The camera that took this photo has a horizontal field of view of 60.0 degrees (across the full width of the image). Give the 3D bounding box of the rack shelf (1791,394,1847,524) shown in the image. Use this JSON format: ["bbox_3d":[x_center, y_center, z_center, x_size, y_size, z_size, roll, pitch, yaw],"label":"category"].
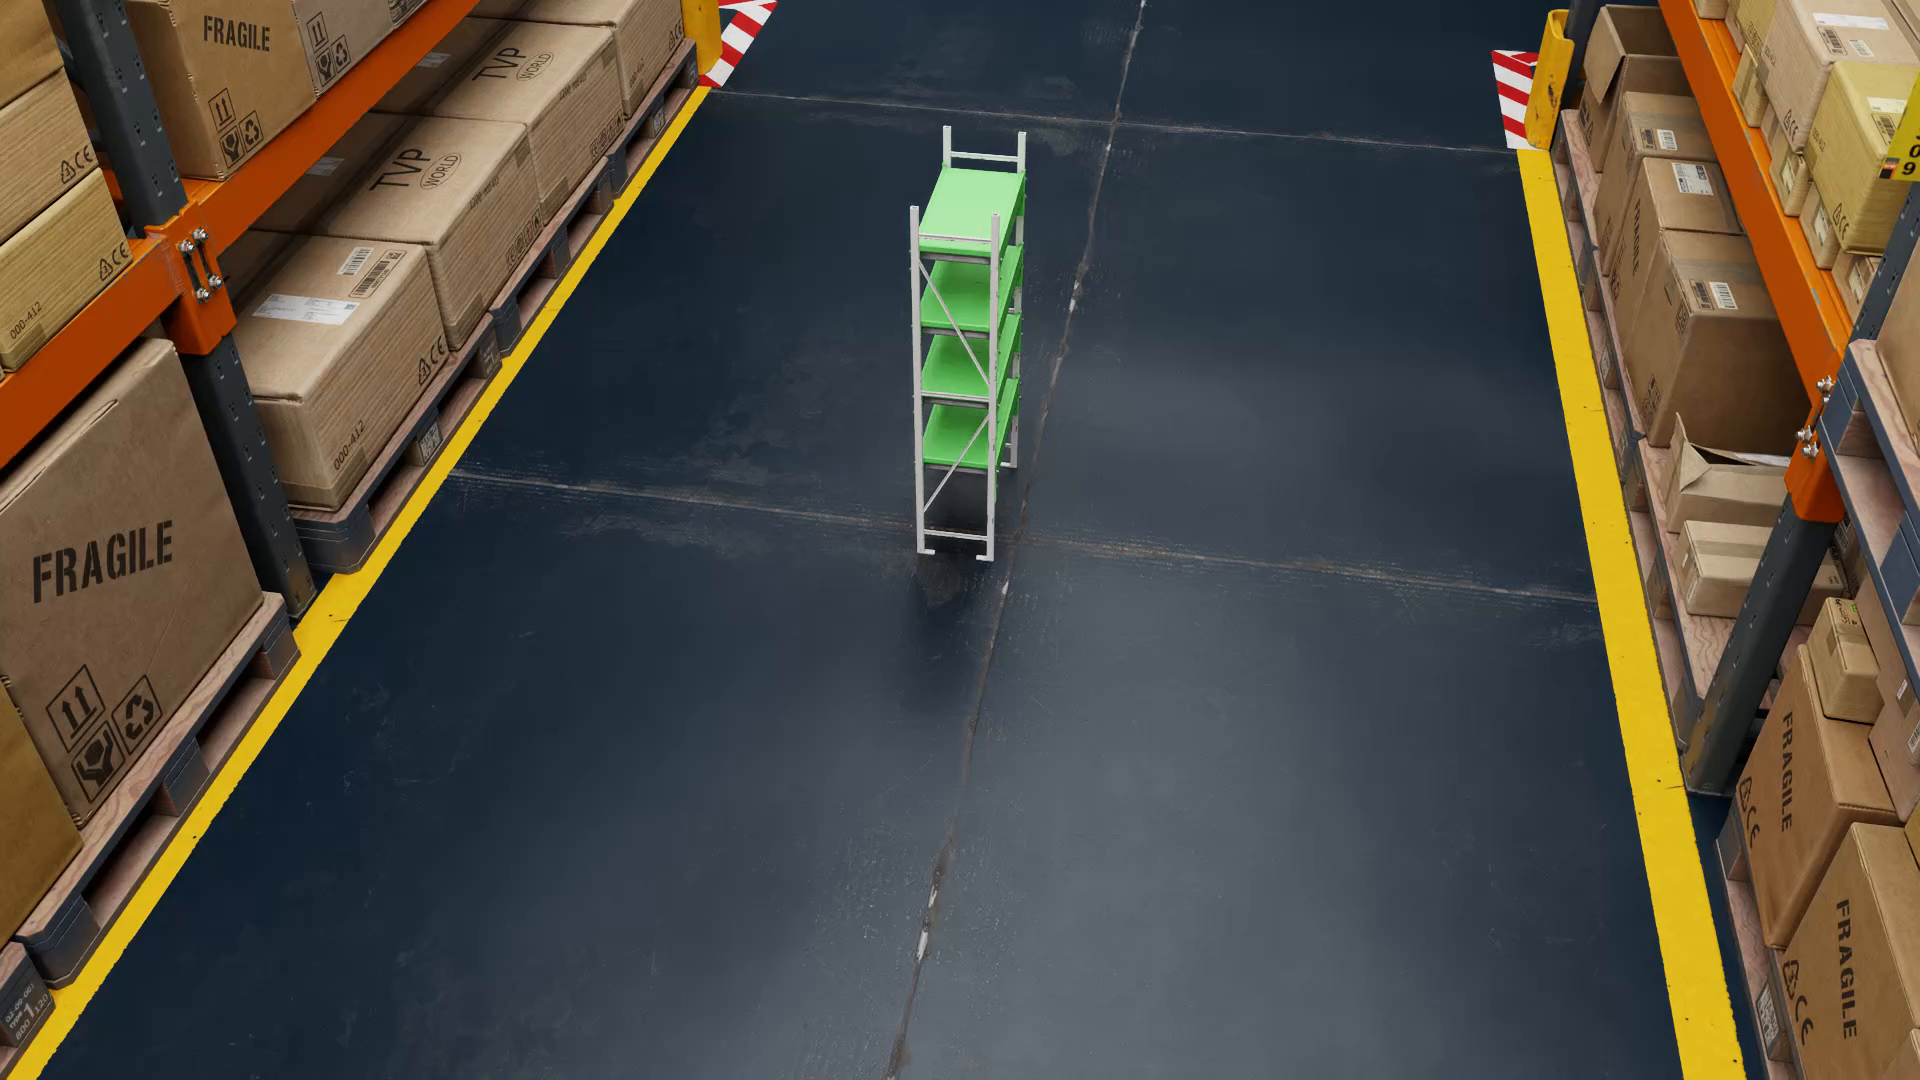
[{"bbox_3d":[2.092,1.070,2.166,1.077,0.370,4.000,6,40,8],"label":"rack shelf"}]

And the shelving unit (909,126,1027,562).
[{"bbox_3d":[0.029,-0.566,4.993,0.258,1.200,0.503,6,40,8],"label":"shelving unit"}]

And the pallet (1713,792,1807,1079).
[{"bbox_3d":[2.334,1.127,3.722,1.003,0.211,1.213,6,40,8],"label":"pallet"}]

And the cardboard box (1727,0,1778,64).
[{"bbox_3d":[2.457,-1.493,4.587,0.500,0.250,0.500,6,40,7],"label":"cardboard box"}]

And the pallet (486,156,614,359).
[{"bbox_3d":[-2.034,-1.169,6.499,1.003,0.211,1.213,6,40,8],"label":"pallet"}]

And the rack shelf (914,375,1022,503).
[{"bbox_3d":[0.029,-0.332,5.187,0.258,0.148,0.480,6,40,8],"label":"rack shelf"}]

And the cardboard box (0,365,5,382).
[{"bbox_3d":[-2.370,-0.321,3.402,0.500,0.250,0.500,6,40,7],"label":"cardboard box"}]

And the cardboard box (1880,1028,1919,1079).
[{"bbox_3d":[1.959,1.266,2.997,0.500,0.500,0.500,5,40,6],"label":"cardboard box"}]

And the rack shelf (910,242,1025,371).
[{"bbox_3d":[0.029,-0.702,4.881,0.258,0.148,0.480,6,40,8],"label":"rack shelf"}]

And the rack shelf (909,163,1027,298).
[{"bbox_3d":[0.029,-0.887,4.728,0.258,0.148,0.480,6,40,8],"label":"rack shelf"}]

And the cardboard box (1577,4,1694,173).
[{"bbox_3d":[2.931,-1.799,6.702,0.797,0.503,0.637,5,40,6],"label":"cardboard box"}]

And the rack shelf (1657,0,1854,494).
[{"bbox_3d":[2.784,-1.440,5.203,1.077,0.370,4.000,6,40,8],"label":"rack shelf"}]

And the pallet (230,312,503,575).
[{"bbox_3d":[-2.243,-0.401,5.570,1.003,0.211,1.213,6,40,8],"label":"pallet"}]

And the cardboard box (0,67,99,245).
[{"bbox_3d":[-2.288,-0.839,3.636,0.500,0.250,0.500,6,40,8],"label":"cardboard box"}]

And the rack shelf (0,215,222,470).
[{"bbox_3d":[-2.798,0.525,2.826,1.077,0.370,4.000,6,40,8],"label":"rack shelf"}]

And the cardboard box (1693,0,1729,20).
[{"bbox_3d":[2.506,-1.729,5.185,0.380,0.149,0.250,7,40,9],"label":"cardboard box"}]

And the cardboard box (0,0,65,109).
[{"bbox_3d":[-2.282,-1.123,3.391,0.500,0.500,0.500,8,40,9],"label":"cardboard box"}]

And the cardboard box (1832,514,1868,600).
[{"bbox_3d":[2.785,0.023,4.648,0.500,0.311,0.500,8,40,9],"label":"cardboard box"}]

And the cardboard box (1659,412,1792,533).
[{"bbox_3d":[2.307,-0.177,4.926,0.396,0.266,0.258,8,40,9],"label":"cardboard box"}]

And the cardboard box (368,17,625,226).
[{"bbox_3d":[-1.925,-1.692,6.623,0.875,0.438,0.875,7,40,9],"label":"cardboard box"}]

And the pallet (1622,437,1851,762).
[{"bbox_3d":[2.558,0.181,4.865,1.003,0.211,1.213,6,40,8],"label":"pallet"}]

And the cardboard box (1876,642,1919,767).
[{"bbox_3d":[2.116,0.339,3.376,0.380,0.149,0.250,5,40,6],"label":"cardboard box"}]

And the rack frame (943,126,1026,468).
[{"bbox_3d":[0.071,-0.719,5.179,0.240,1.200,0.015,6,40,8],"label":"rack frame"}]

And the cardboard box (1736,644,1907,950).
[{"bbox_3d":[2.133,0.618,3.781,0.500,0.500,0.500,8,40,10],"label":"cardboard box"}]

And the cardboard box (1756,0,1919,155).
[{"bbox_3d":[2.358,-1.182,4.210,0.500,0.250,0.500,7,40,8],"label":"cardboard box"}]

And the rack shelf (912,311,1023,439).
[{"bbox_3d":[0.029,-0.517,5.034,0.258,0.148,0.480,6,40,8],"label":"rack shelf"}]

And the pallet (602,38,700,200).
[{"bbox_3d":[-1.821,-1.933,7.422,1.003,0.211,1.213,6,40,8],"label":"pallet"}]

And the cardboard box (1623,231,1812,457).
[{"bbox_3d":[2.565,-0.614,5.271,0.700,0.500,0.500,5,40,6],"label":"cardboard box"}]

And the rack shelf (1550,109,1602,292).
[{"bbox_3d":[-12.545,-0.712,3.915,30.696,2.800,11.642,6,40,8],"label":"rack shelf"}]

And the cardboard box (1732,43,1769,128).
[{"bbox_3d":[2.378,-1.250,4.605,0.380,0.149,0.250,6,40,7],"label":"cardboard box"}]

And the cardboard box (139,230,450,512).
[{"bbox_3d":[-2.237,-0.564,5.259,0.875,0.438,0.875,6,40,7],"label":"cardboard box"}]

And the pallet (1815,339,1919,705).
[{"bbox_3d":[2.192,0.101,2.925,1.003,0.211,1.213,6,40,8],"label":"pallet"}]

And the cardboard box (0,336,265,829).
[{"bbox_3d":[-2.480,0.047,4.176,0.875,0.875,0.875,8,40,9],"label":"cardboard box"}]

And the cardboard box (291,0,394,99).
[{"bbox_3d":[-2.021,-1.627,4.785,0.500,0.500,0.500,7,40,8],"label":"cardboard box"}]

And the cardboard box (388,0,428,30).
[{"bbox_3d":[-1.929,-1.938,5.162,0.500,0.500,0.500,7,40,8],"label":"cardboard box"}]

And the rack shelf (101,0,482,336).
[{"bbox_3d":[-2.105,-1.985,5.862,1.077,0.370,4.000,6,40,8],"label":"rack shelf"}]

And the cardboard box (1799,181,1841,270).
[{"bbox_3d":[2.268,-0.759,4.012,0.380,0.149,0.250,7,40,9],"label":"cardboard box"}]

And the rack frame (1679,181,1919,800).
[{"bbox_3d":[2.438,-0.463,3.455,1.000,3.000,0.127,6,40,8],"label":"rack frame"}]

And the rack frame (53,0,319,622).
[{"bbox_3d":[-2.452,-1.008,4.115,1.000,3.000,0.127,6,40,8],"label":"rack frame"}]

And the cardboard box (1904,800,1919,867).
[{"bbox_3d":[2.109,0.629,3.258,0.380,0.149,0.250,4,40,5],"label":"cardboard box"}]

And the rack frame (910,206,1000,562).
[{"bbox_3d":[-0.014,-0.413,4.808,0.240,1.200,0.015,6,40,8],"label":"rack frame"}]

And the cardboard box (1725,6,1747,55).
[{"bbox_3d":[2.529,-1.560,4.980,0.380,0.149,0.250,6,40,8],"label":"cardboard box"}]

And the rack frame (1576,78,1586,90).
[{"bbox_3d":[3.127,-2.973,6.492,0.949,2.616,0.053,6,40,8],"label":"rack frame"}]

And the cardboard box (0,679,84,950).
[{"bbox_3d":[-2.629,0.615,3.490,0.875,0.875,0.875,7,40,9],"label":"cardboard box"}]

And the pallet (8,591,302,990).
[{"bbox_3d":[-2.511,0.560,4.407,1.003,0.211,1.213,6,40,8],"label":"pallet"}]

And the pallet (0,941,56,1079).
[{"bbox_3d":[-2.720,1.328,3.479,1.003,0.211,1.213,6,40,8],"label":"pallet"}]

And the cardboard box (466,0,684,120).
[{"bbox_3d":[-1.775,-2.267,7.319,0.875,0.438,0.875,5,40,6],"label":"cardboard box"}]

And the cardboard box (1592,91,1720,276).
[{"bbox_3d":[2.745,-1.266,6.059,0.700,0.500,0.500,8,40,9],"label":"cardboard box"}]
